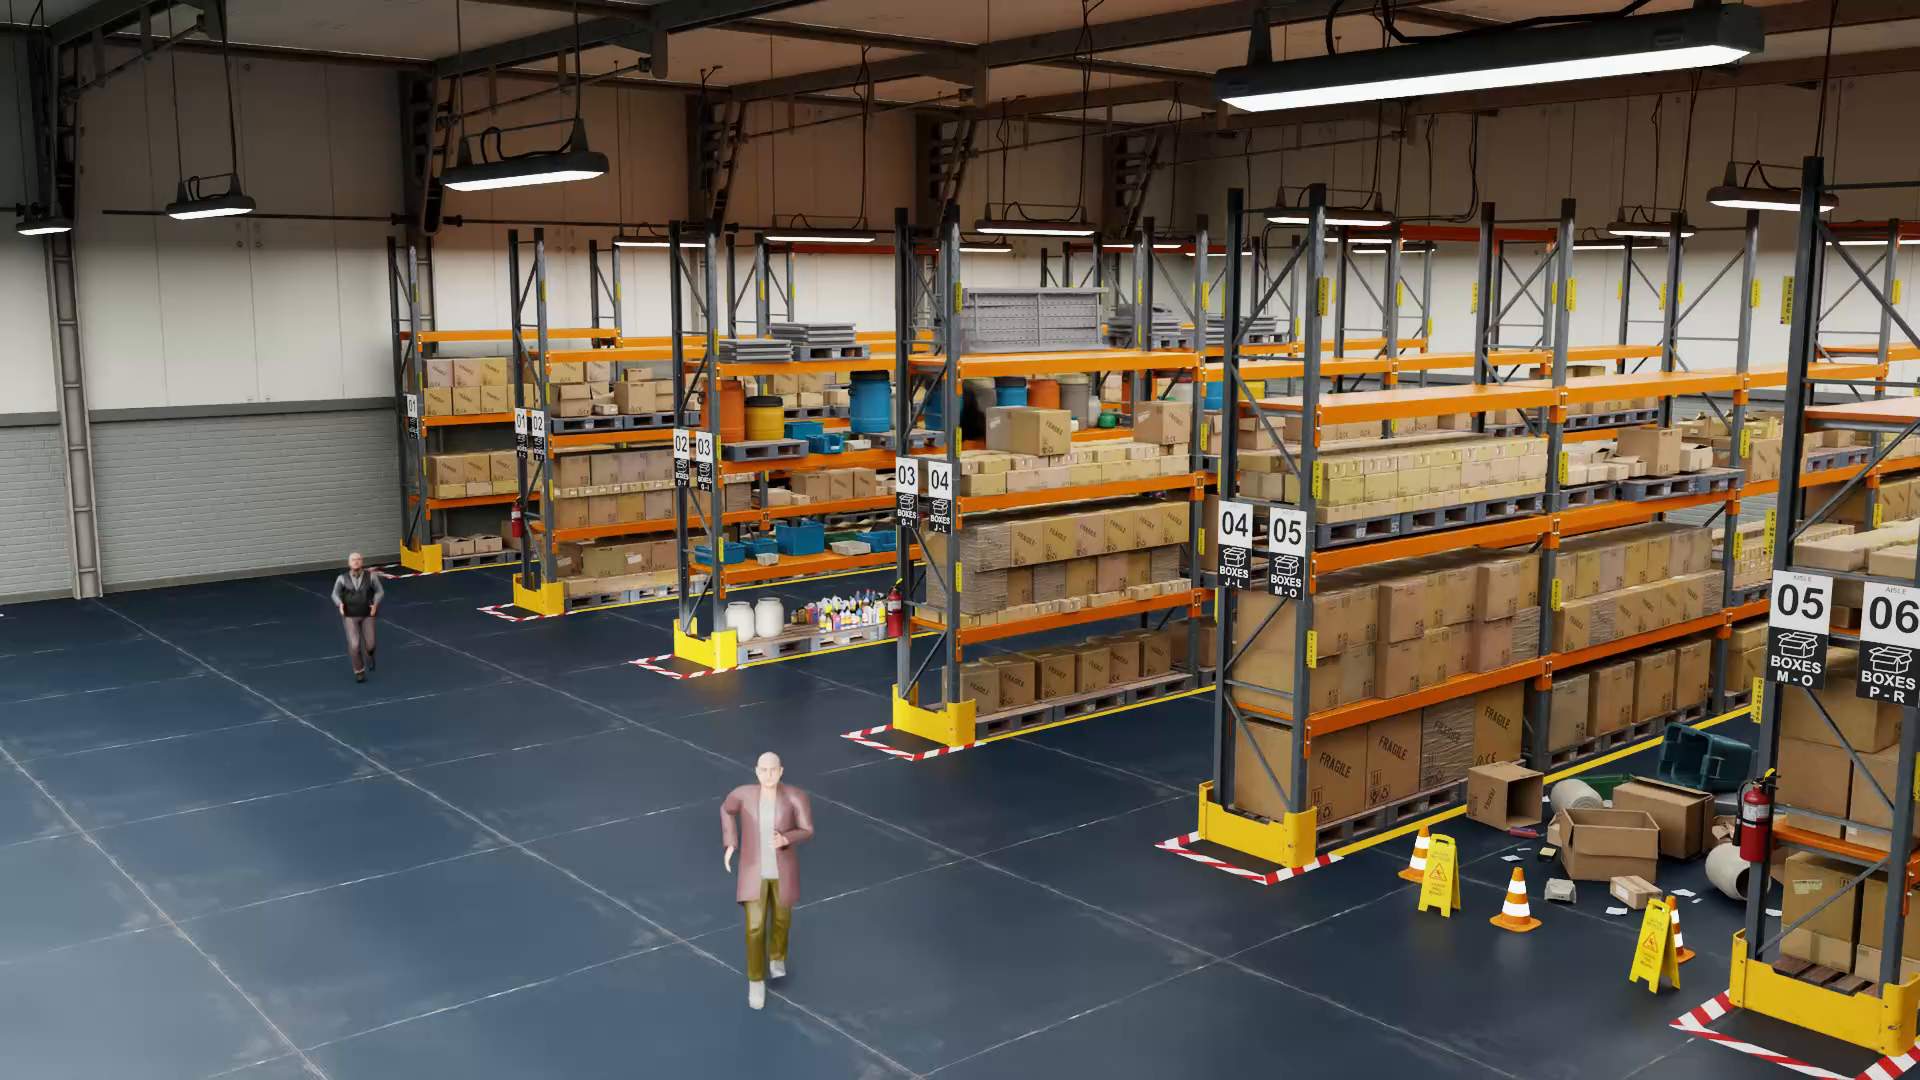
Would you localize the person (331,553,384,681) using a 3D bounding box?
[{"bbox_3d":[-7.888,0.999,21.813,0.657,1.672,0.609,-3,9,-19],"label":"person"}]

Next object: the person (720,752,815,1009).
[{"bbox_3d":[-1.394,2.495,12.128,0.668,1.748,0.825,-1,9,-9],"label":"person"}]

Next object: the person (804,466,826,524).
[{"bbox_3d":[-2.851,-0.716,33.053,0.557,1.616,0.592,7,11,37],"label":"person"}]
